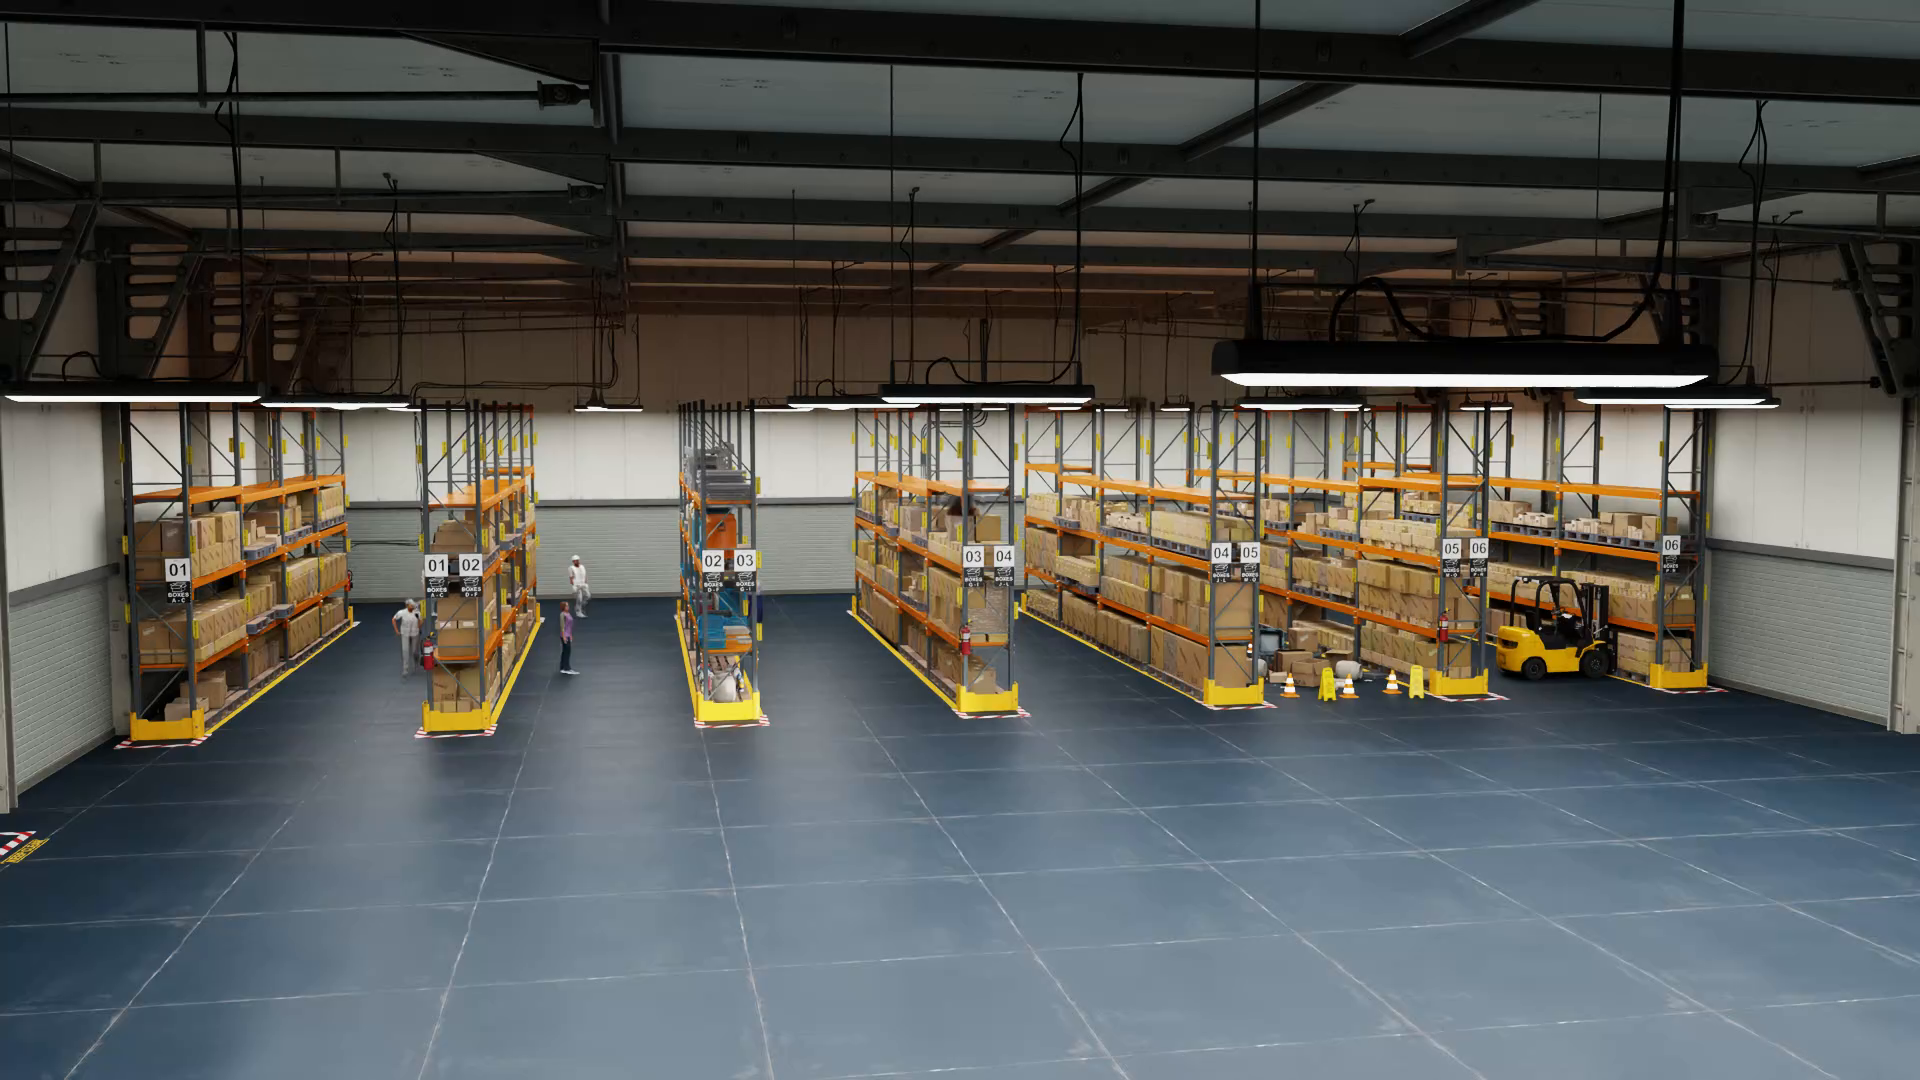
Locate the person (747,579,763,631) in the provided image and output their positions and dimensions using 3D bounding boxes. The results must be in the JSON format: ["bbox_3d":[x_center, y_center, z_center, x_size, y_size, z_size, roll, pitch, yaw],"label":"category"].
[{"bbox_3d":[-5.476,1.586,44.068,0.512,1.598,0.846,-2,5,-27],"label":"person"}]

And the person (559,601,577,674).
[{"bbox_3d":[-8.674,2.154,36.804,0.382,1.605,0.447,-1,4,-11],"label":"person"}]

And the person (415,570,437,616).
[{"bbox_3d":[-15.113,1.372,47.171,0.597,1.579,0.453,0,4,2],"label":"person"}]

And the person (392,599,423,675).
[{"bbox_3d":[-12.196,2.107,36.695,0.642,1.620,1.028,-1,4,-10],"label":"person"}]

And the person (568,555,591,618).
[{"bbox_3d":[-10.661,1.304,46.630,0.474,1.759,0.627,3,5,33],"label":"person"}]
